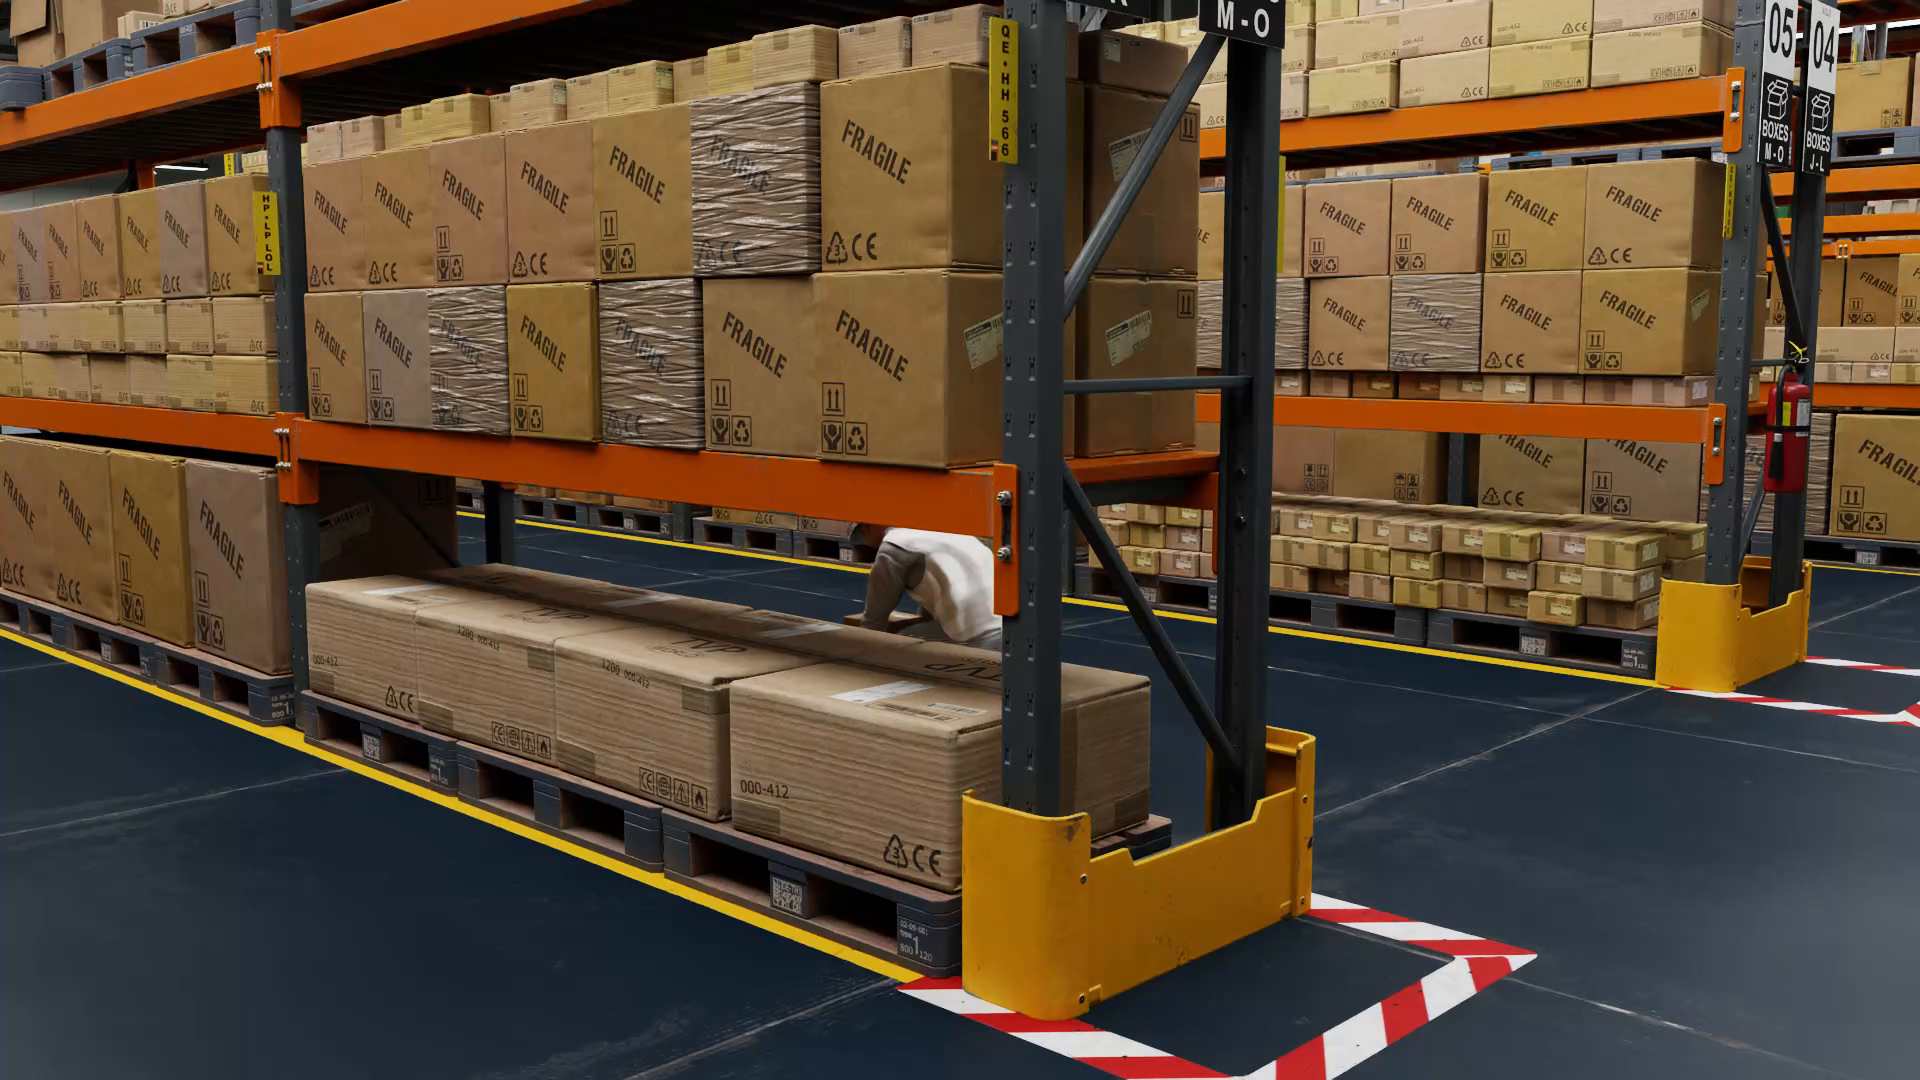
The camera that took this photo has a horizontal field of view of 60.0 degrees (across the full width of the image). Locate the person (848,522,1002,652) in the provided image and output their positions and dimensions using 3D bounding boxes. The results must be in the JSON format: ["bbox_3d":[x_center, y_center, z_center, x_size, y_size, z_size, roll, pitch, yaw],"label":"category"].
[{"bbox_3d":[-0.089,0.297,6.860,0.861,1.024,0.522,6,9,41],"label":"person"}]
